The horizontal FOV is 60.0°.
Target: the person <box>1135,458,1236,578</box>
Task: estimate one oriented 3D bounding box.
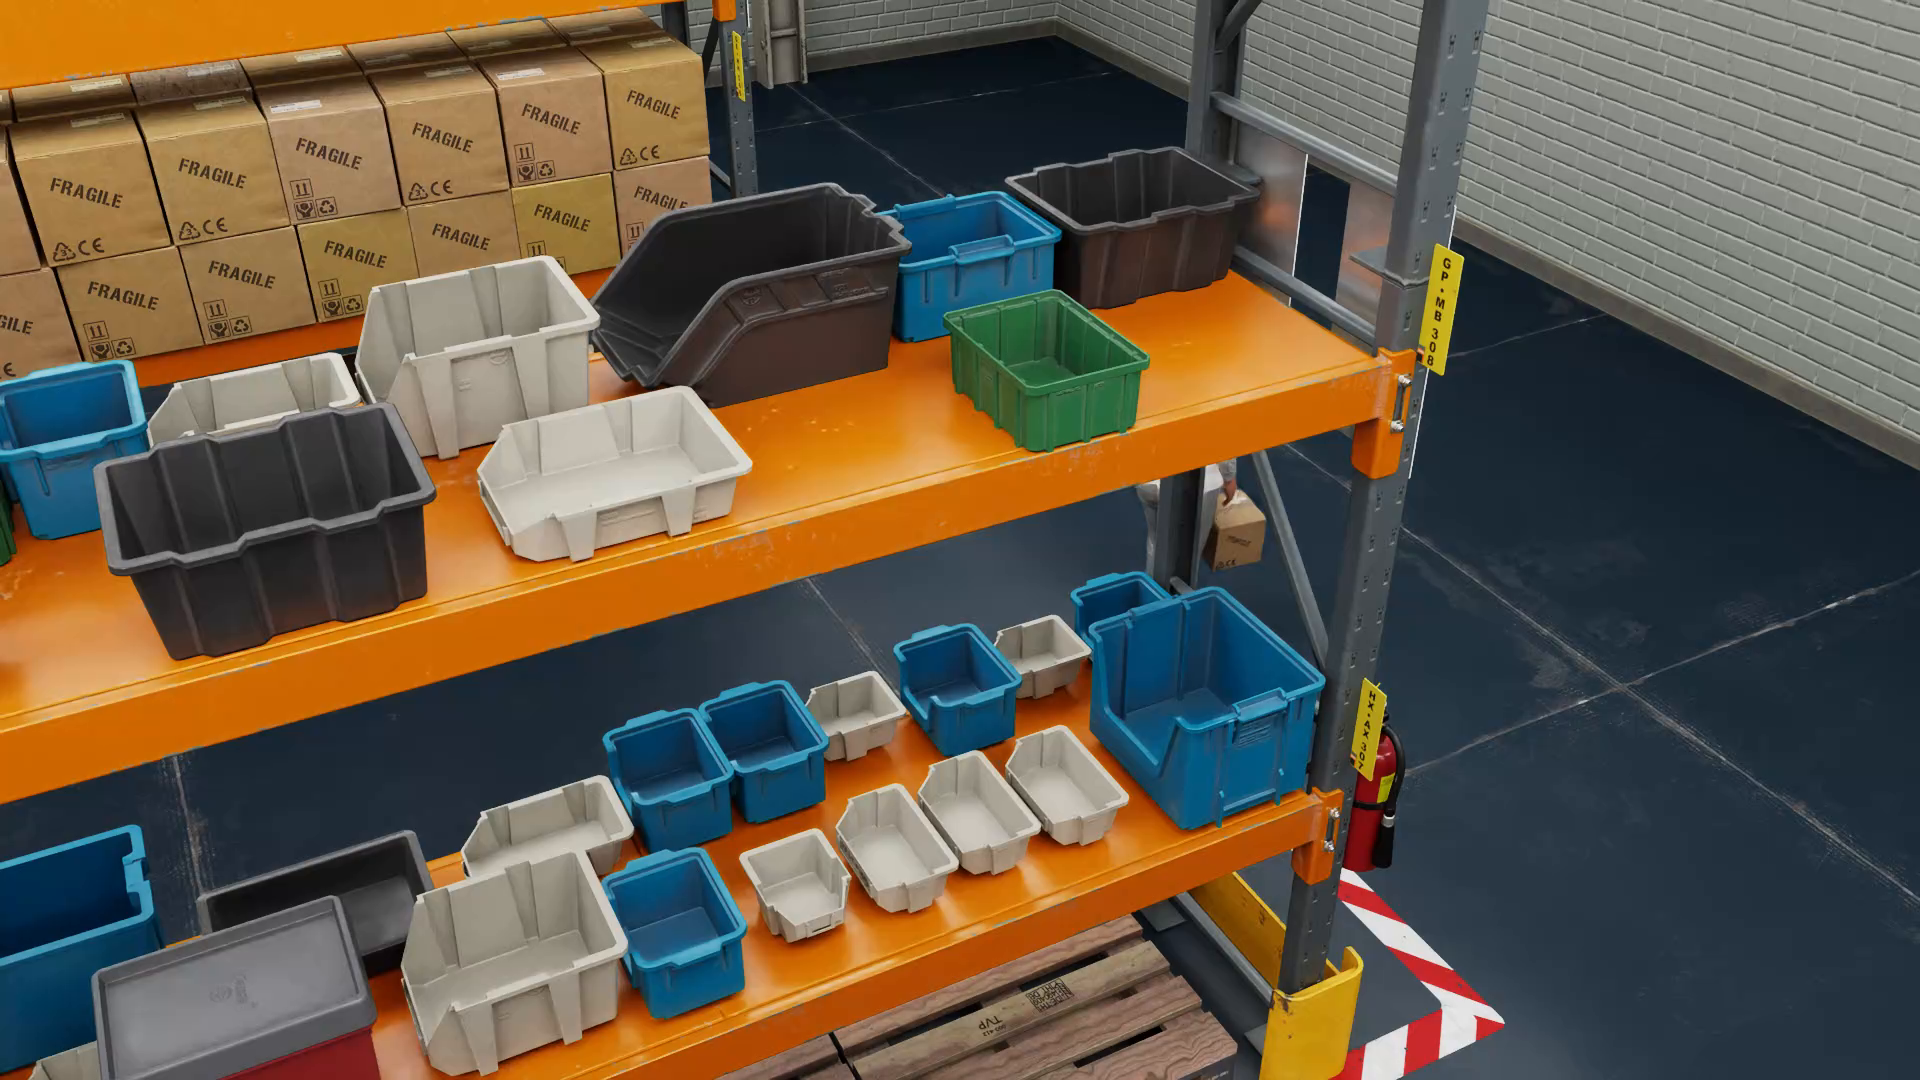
[{"bbox_3d":[0.994,-0.298,7.578,0.554,1.770,0.538,27,41,35],"label":"person"}]
